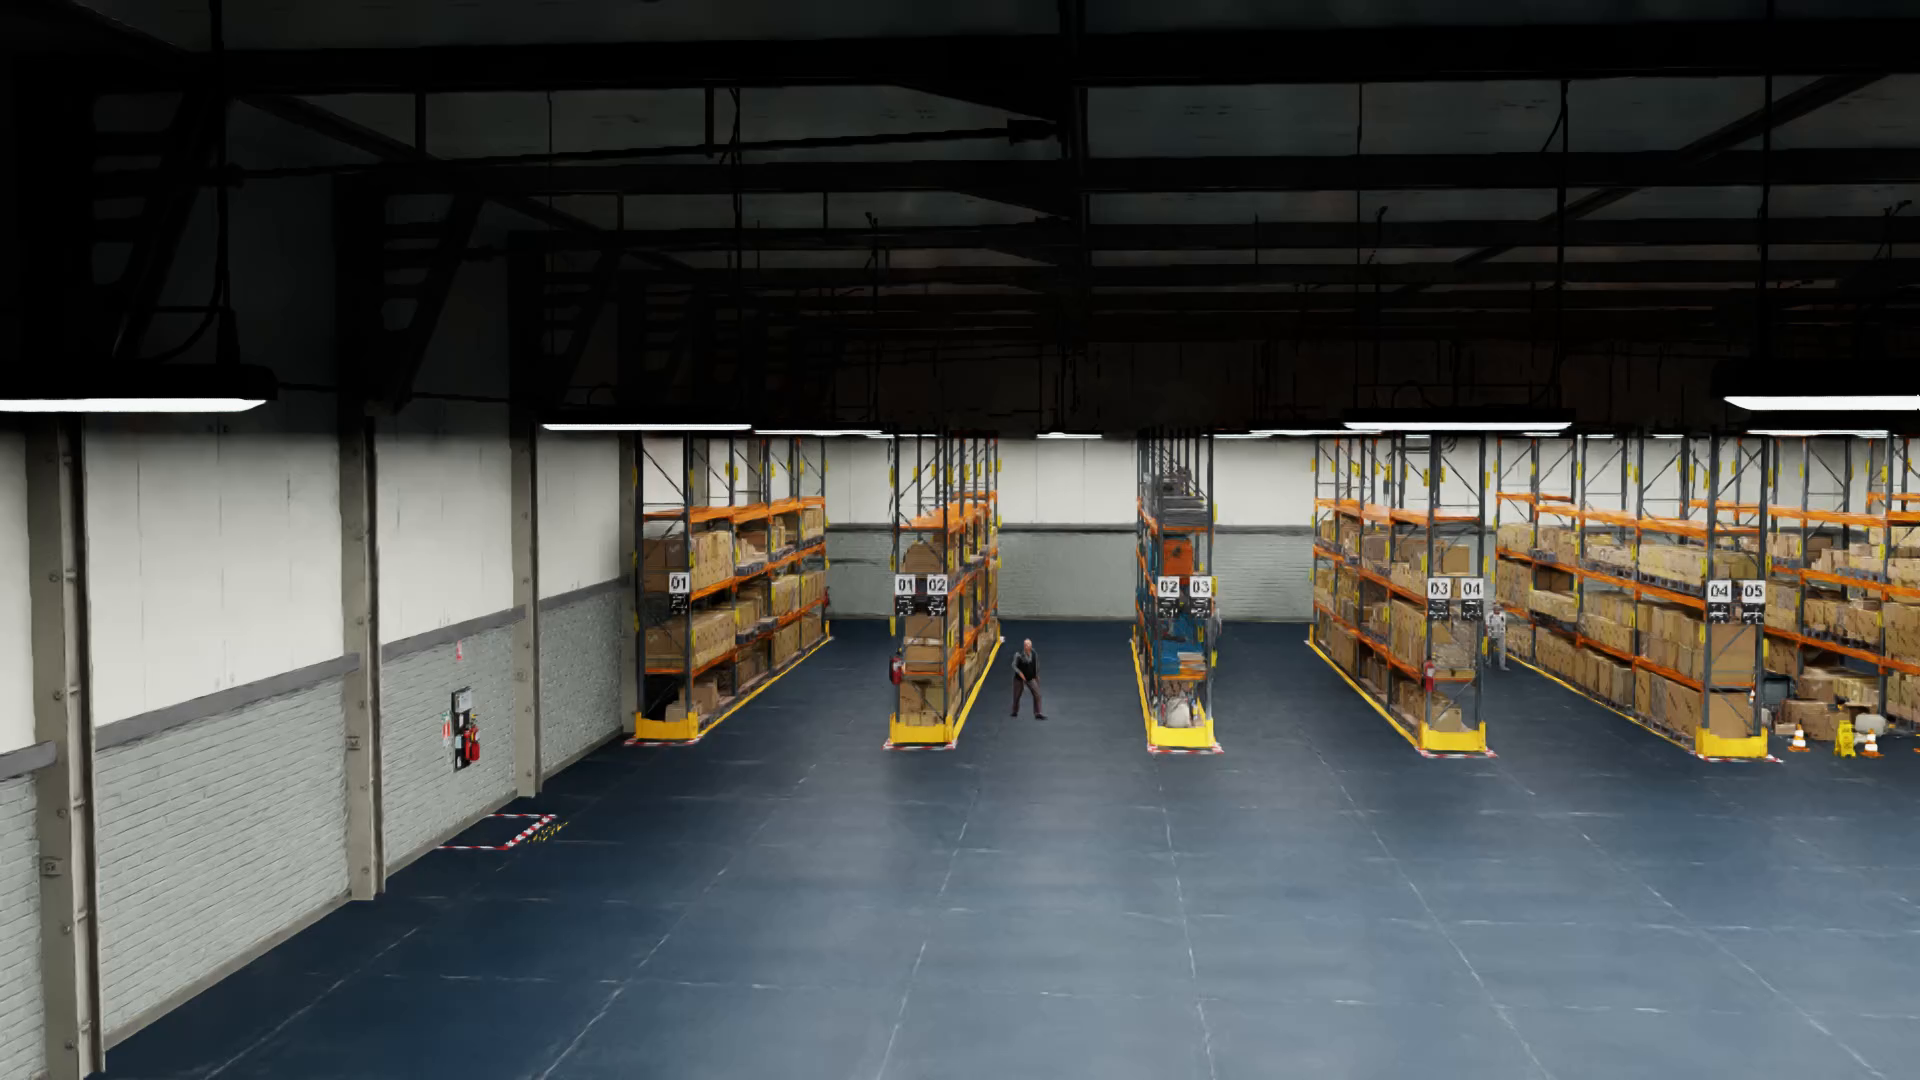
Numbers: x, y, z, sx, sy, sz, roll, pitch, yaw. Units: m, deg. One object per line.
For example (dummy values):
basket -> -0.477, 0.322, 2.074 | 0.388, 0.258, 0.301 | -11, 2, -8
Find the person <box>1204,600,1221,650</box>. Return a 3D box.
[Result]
person -> 6.636, 2.322, 43.632 | 0.430, 1.539, 0.949 | 0, 3, 3

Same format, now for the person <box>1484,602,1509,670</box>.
person -> 13.376, 2.375, 41.519 | 0.542, 1.672, 1.126 | 0, 3, 7

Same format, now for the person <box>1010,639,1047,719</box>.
person -> 1.358, 2.836, 34.069 | 0.687, 1.657, 0.817 | -1, 4, -14
